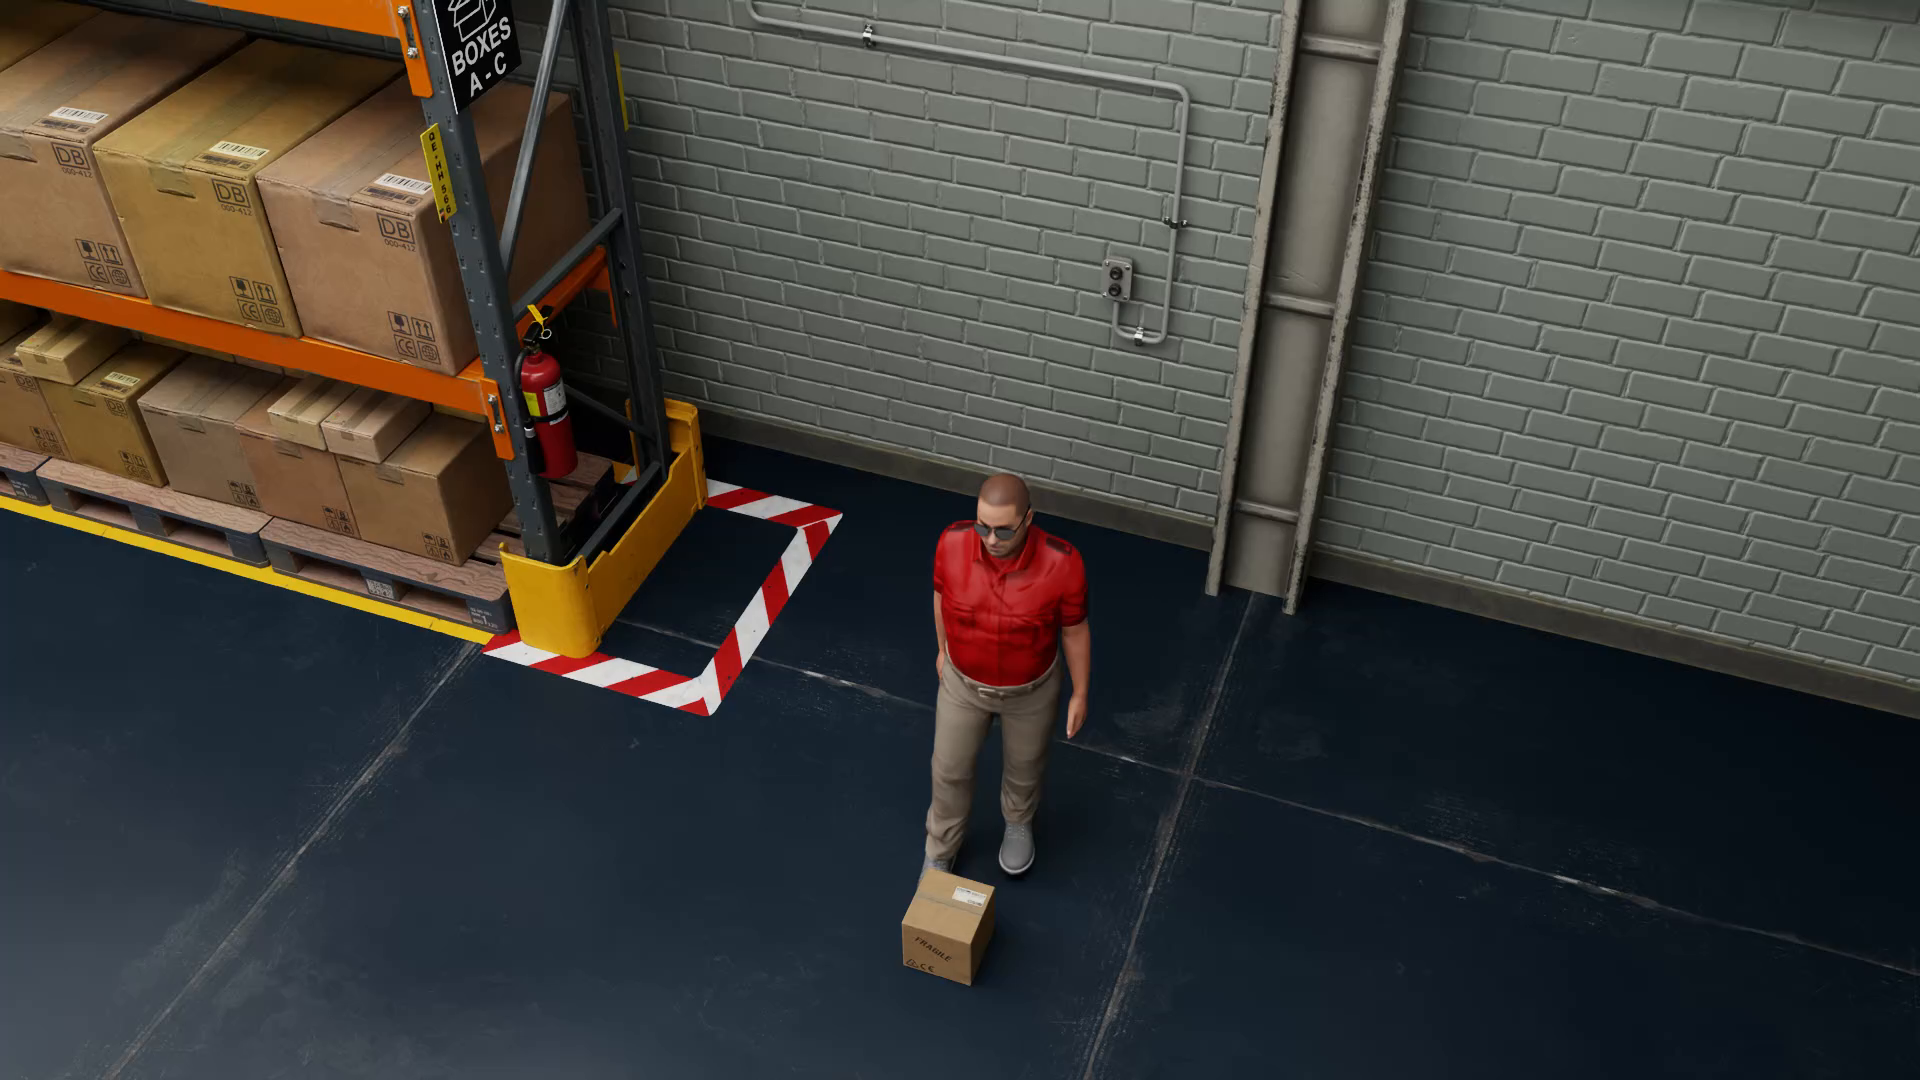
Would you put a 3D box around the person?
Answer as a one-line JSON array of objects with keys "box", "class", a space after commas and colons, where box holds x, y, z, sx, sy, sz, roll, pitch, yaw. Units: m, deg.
[{"box": [0.143, 0.549, 5.547, 0.559, 1.739, 0.572, 8, 42, 9], "class": "person"}]
